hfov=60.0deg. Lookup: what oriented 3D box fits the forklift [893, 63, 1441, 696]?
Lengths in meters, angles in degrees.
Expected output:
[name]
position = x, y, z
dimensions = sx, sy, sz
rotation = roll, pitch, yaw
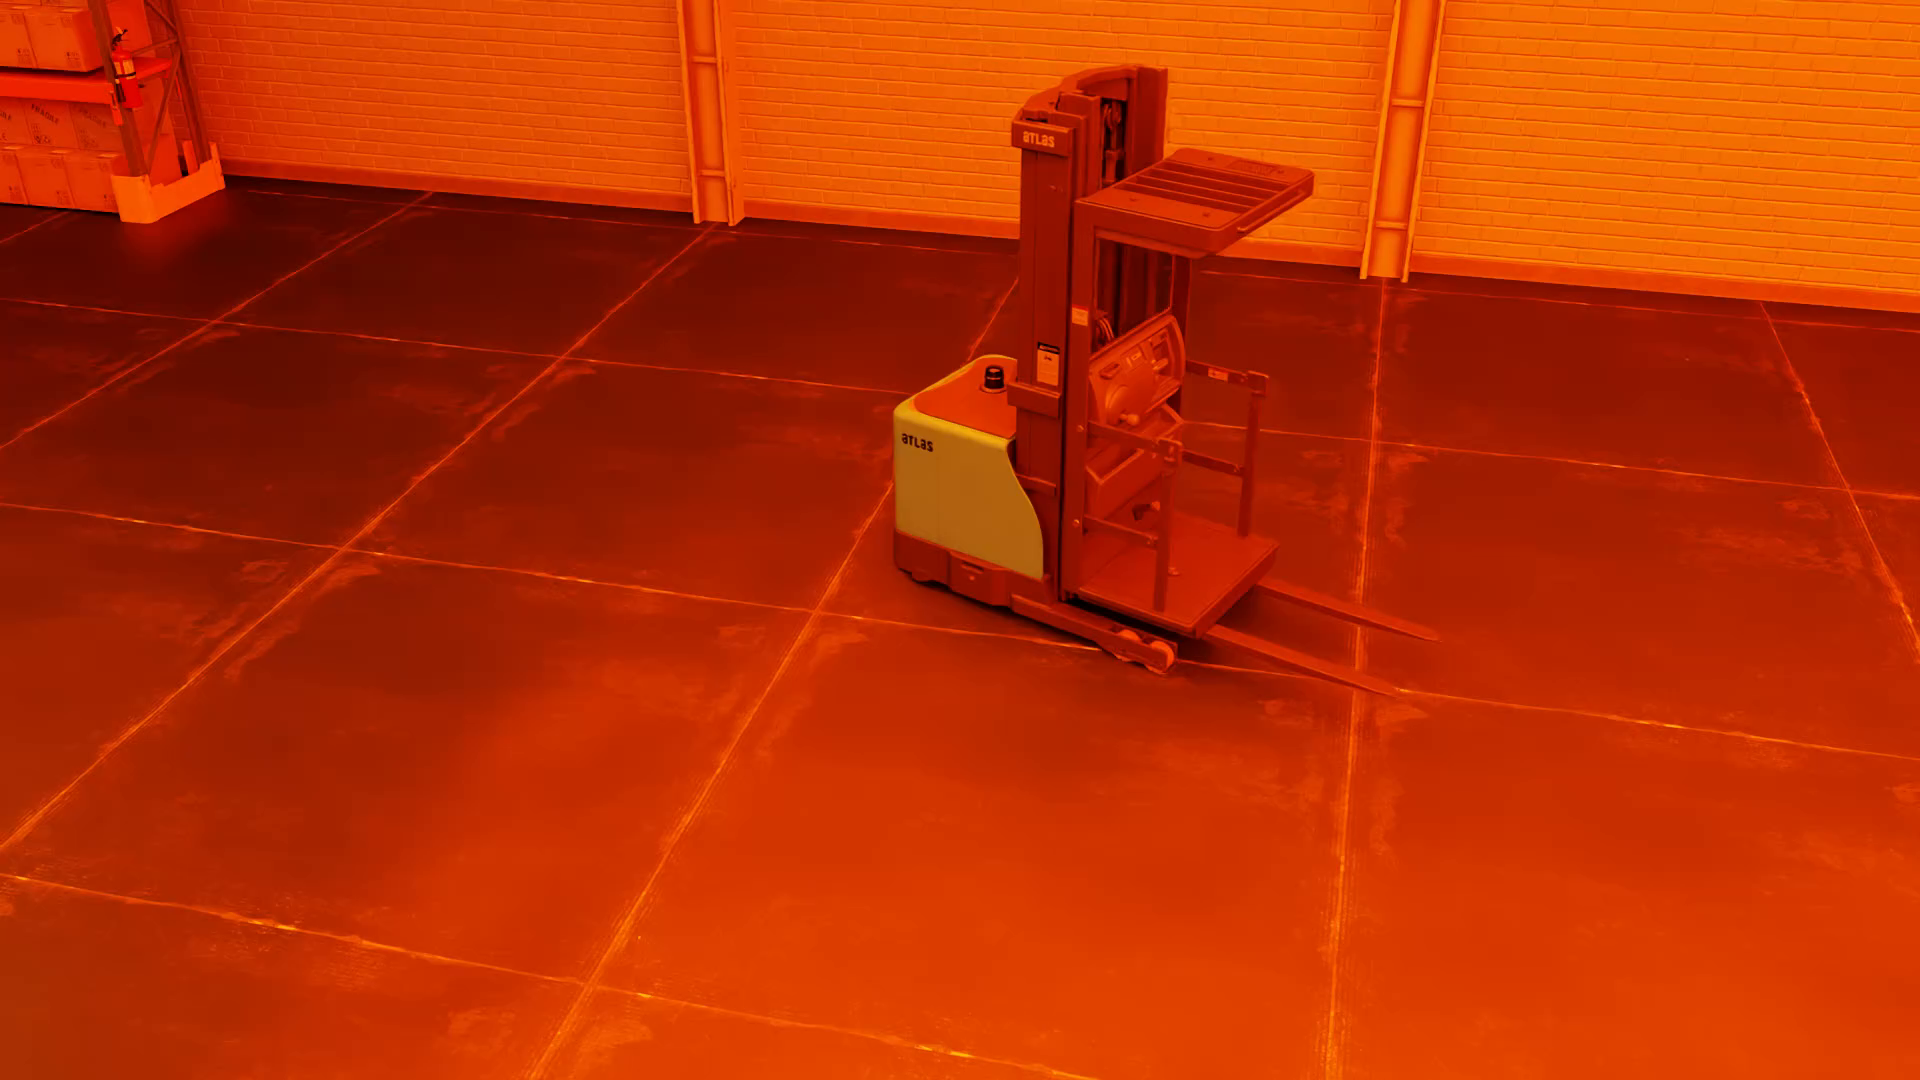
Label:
[forklift]
position = 1.111, -0.864, 8.695
dimensions = 3.031, 2.935, 1.130
rotation = 19, 35, 30
